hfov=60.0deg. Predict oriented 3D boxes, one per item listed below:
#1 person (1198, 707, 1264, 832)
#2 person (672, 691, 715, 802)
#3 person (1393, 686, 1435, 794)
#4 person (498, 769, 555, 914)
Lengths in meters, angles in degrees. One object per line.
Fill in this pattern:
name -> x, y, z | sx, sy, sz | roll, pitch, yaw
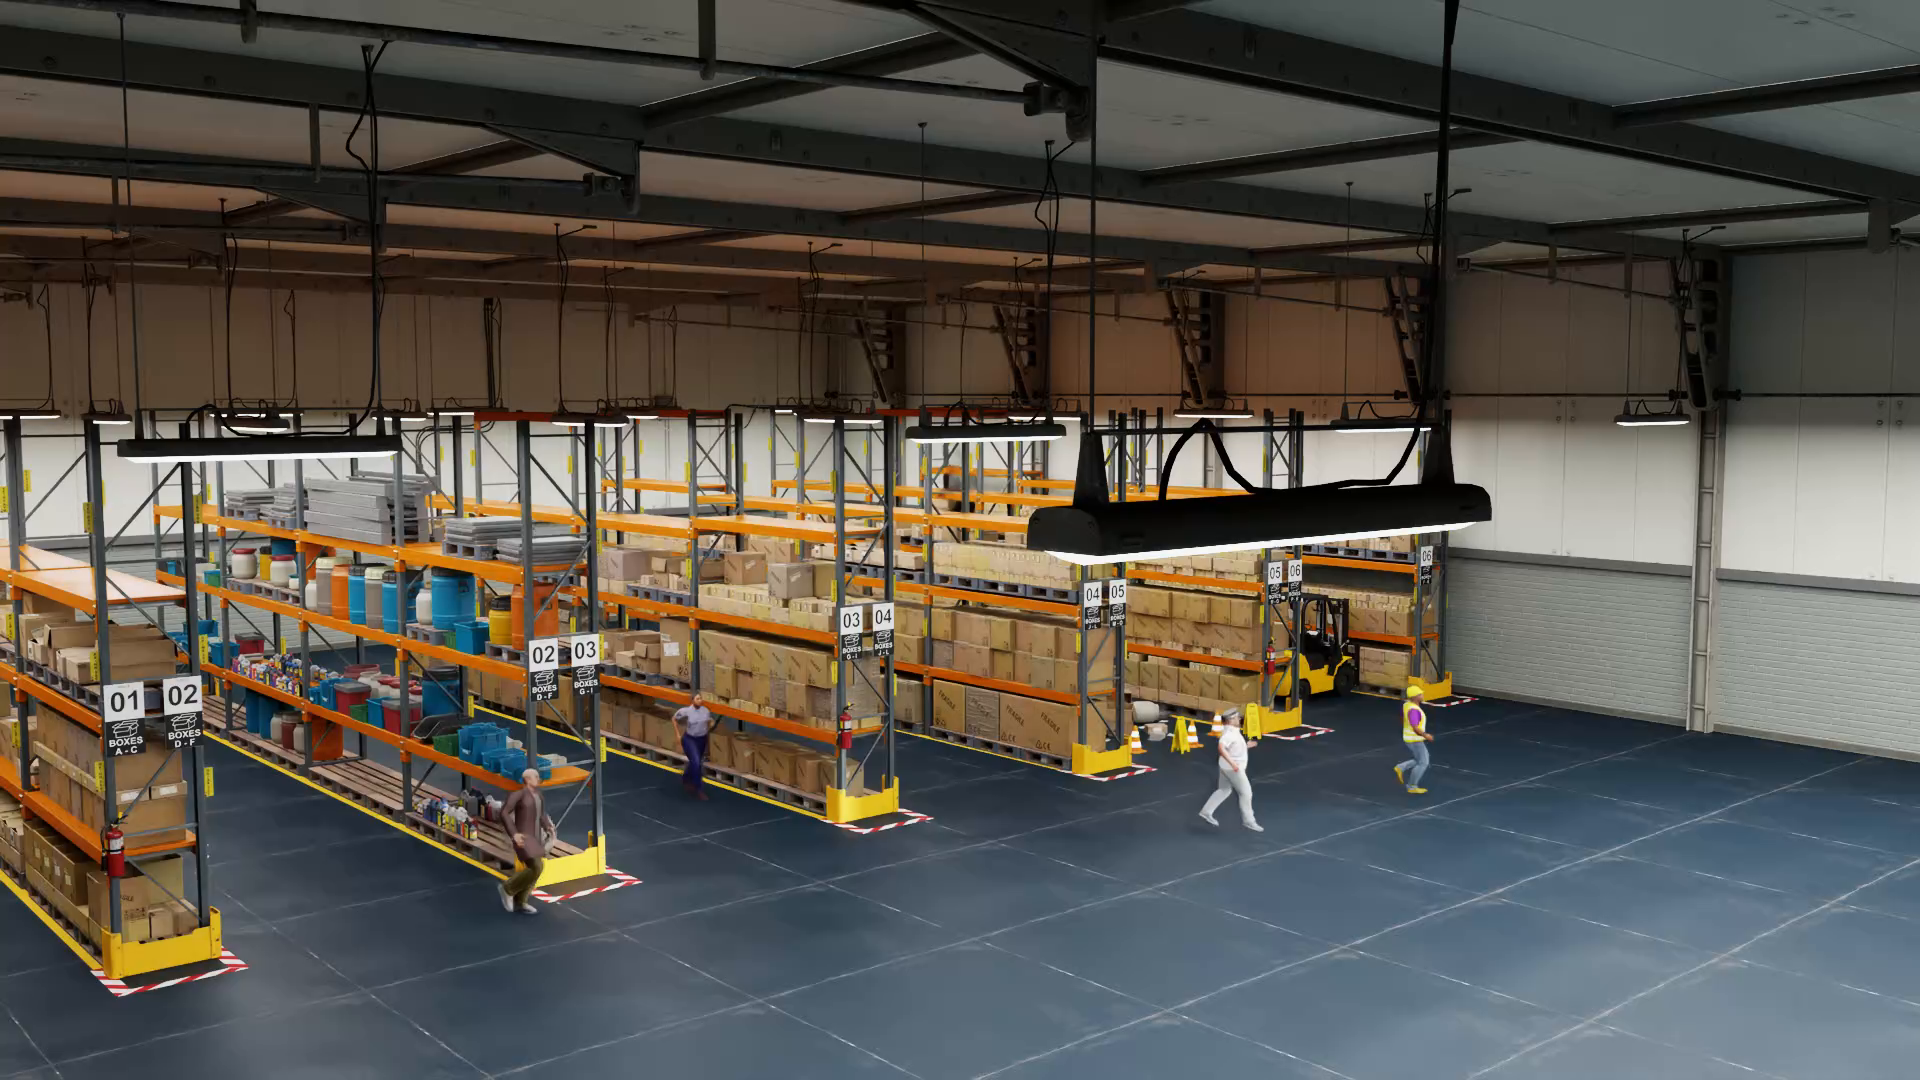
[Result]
person -> 3.939, 3.315, 24.090 | 0.929, 1.808, 0.652 | 0, 5, -5
person -> -4.177, 3.219, 26.122 | 0.855, 1.671, 0.571 | 5, 7, 44
person -> 7.203, 3.165, 26.386 | 0.584, 1.716, 0.739 | 0, 5, 5
person -> -5.291, 3.678, 20.446 | 0.594, 1.723, 0.731 | 1, 5, 13
